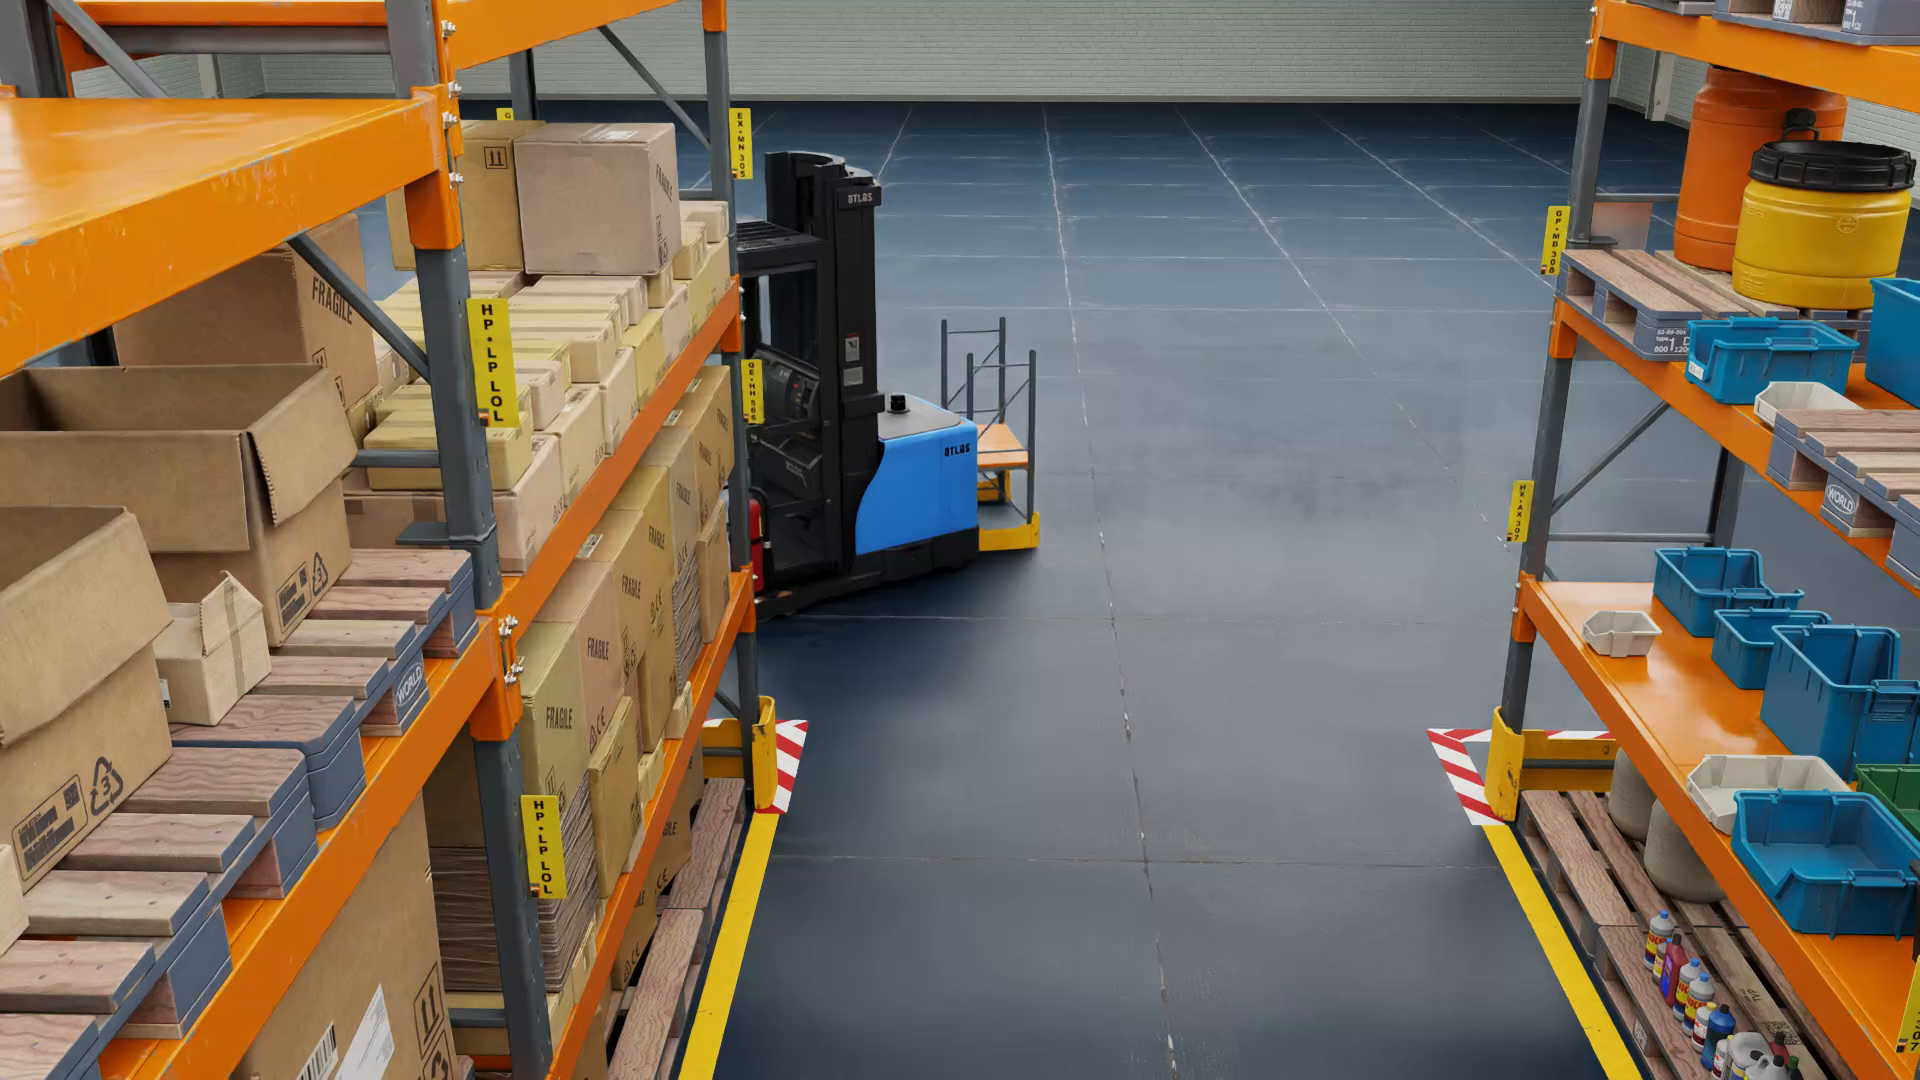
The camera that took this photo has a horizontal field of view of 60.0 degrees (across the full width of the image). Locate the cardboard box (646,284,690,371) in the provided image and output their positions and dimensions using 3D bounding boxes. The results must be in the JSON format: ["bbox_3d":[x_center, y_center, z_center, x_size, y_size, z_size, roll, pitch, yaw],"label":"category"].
[{"bbox_3d":[-1.378,-0.847,6.627,0.500,0.250,0.500,1,21,3],"label":"cardboard box"}]

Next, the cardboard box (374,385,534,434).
[{"bbox_3d":[-1.445,-0.341,4.770,0.380,0.149,0.250,0,21,-1],"label":"cardboard box"}]

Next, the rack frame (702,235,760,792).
[{"bbox_3d":[-1.581,-0.062,8.541,1.000,3.000,0.127,1,21,2],"label":"rack frame"}]

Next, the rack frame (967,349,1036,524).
[{"bbox_3d":[0.296,-0.643,12.113,0.500,1.500,0.032,-4,22,-10],"label":"rack frame"}]

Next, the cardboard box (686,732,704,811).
[{"bbox_3d":[-1.617,1.134,8.336,0.500,0.500,0.500,5,22,12],"label":"cardboard box"}]

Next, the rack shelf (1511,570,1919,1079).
[{"bbox_3d":[3.308,1.051,6.667,1.077,0.370,4.000,1,21,2],"label":"rack shelf"}]

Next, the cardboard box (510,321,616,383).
[{"bbox_3d":[-1.356,-0.623,5.498,0.380,0.149,0.250,0,21,1],"label":"cardboard box"}]

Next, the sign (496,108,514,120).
[{"bbox_3d":[-2.124,-1.873,7.856,0.100,0.325,0.005,1,21,2],"label":"sign"}]

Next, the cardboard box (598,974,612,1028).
[{"bbox_3d":[-1.701,1.777,6.676,0.500,0.500,0.500,-1,21,-3],"label":"cardboard box"}]

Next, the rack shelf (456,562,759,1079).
[{"bbox_3d":[-1.642,0.997,6.808,1.077,0.370,4.000,1,21,2],"label":"rack shelf"}]

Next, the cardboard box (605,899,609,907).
[{"bbox_3d":[-1.397,1.156,5.751,0.380,0.149,0.250,1,21,2],"label":"cardboard box"}]

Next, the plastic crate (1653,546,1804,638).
[{"bbox_3d":[3.653,0.246,7.953,0.499,0.251,0.616,1,21,2],"label":"plastic crate"}]

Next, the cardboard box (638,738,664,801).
[{"bbox_3d":[-1.364,0.885,6.449,0.380,0.149,0.250,1,21,2],"label":"cardboard box"}]

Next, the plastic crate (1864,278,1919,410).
[{"bbox_3d":[3.612,-0.705,6.075,0.392,0.384,0.575,1,21,2],"label":"plastic crate"}]

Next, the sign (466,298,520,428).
[{"bbox_3d":[-1.148,-0.434,4.094,0.100,0.325,0.005,1,21,2],"label":"sign"}]

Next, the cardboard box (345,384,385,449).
[{"bbox_3d":[-1.883,-0.346,4.784,0.380,0.149,0.250,1,21,2],"label":"cardboard box"}]

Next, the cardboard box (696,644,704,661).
[{"bbox_3d":[-1.371,0.432,7.615,0.380,0.149,0.250,1,21,2],"label":"cardboard box"}]

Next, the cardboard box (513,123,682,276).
[{"bbox_3d":[-1.376,-1.315,6.385,0.500,0.500,0.500,1,21,2],"label":"cardboard box"}]

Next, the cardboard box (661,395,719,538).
[{"bbox_3d":[-1.361,-0.331,7.303,0.500,0.500,0.500,1,21,2],"label":"cardboard box"}]

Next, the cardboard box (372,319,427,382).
[{"bbox_3d":[-1.897,-0.630,5.516,0.380,0.149,0.250,1,21,4],"label":"cardboard box"}]

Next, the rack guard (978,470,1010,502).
[{"bbox_3d":[0.107,-0.415,13.252,0.587,0.250,0.087,-4,22,-10],"label":"rack guard"}]

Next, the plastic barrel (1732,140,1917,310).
[{"bbox_3d":[3.462,-1.276,6.682,0.600,0.588,0.600,0,21,0],"label":"plastic barrel"}]

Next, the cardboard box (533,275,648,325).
[{"bbox_3d":[-1.380,-0.903,6.220,0.380,0.149,0.250,0,21,-1],"label":"cardboard box"}]

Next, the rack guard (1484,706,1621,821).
[{"bbox_3d":[3.414,1.186,8.781,1.175,0.500,0.348,1,21,2],"label":"rack guard"}]

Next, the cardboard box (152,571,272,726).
[{"bbox_3d":[-1.632,0.194,3.341,0.396,0.266,0.258,1,21,4],"label":"cardboard box"}]

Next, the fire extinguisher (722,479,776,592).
[{"bbox_3d":[-1.117,-0.062,8.649,0.296,0.674,0.183,1,21,2],"label":"fire extinguisher"}]

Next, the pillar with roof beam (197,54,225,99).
[{"bbox_3d":[-12.155,-13.579,35.084,9.100,9.000,0.400,1,21,2],"label":"pillar with roof beam"}]

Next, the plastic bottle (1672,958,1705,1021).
[{"bbox_3d":[2.992,1.836,6.815,0.097,0.271,0.097,0,21,0],"label":"plastic bottle"}]

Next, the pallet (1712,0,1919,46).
[{"bbox_3d":[3.279,-1.824,5.603,1.003,0.211,1.213,1,21,2],"label":"pallet"}]

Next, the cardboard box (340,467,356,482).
[{"bbox_3d":[-1.950,-0.112,4.730,0.500,0.250,0.500,1,21,4],"label":"cardboard box"}]

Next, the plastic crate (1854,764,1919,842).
[{"bbox_3d":[3.571,1.050,5.969,0.450,0.188,0.662,1,21,2],"label":"plastic crate"}]

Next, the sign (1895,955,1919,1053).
[{"bbox_3d":[2.698,1.300,4.649,0.100,0.325,0.005,1,21,2],"label":"sign"}]

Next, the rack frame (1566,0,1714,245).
[{"bbox_3d":[3.369,-2.804,7.316,1.000,3.000,0.127,1,21,2],"label":"rack frame"}]

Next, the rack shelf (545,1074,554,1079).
[{"bbox_3d":[-1.764,2.443,3.080,1.077,0.370,4.000,1,21,2],"label":"rack shelf"}]

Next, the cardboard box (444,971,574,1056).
[{"bbox_3d":[-1.396,1.427,5.051,0.380,0.149,0.250,1,21,2],"label":"cardboard box"}]

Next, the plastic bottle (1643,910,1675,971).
[{"bbox_3d":[3.003,1.712,7.134,0.097,0.271,0.097,0,21,0],"label":"plastic bottle"}]

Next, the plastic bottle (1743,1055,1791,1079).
[{"bbox_3d":[2.995,2.047,6.161,0.144,0.351,0.185,1,21,1],"label":"plastic bottle"}]

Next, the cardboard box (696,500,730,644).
[{"bbox_3d":[-1.521,0.134,7.488,0.875,0.500,0.500,1,21,2],"label":"cardboard box"}]

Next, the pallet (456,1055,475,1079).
[{"bbox_3d":[-1.872,1.749,4.140,1.003,0.211,1.213,1,21,2],"label":"pallet"}]

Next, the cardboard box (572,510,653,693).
[{"bbox_3d":[-1.406,0.212,5.905,0.500,0.500,0.500,1,21,2],"label":"cardboard box"}]

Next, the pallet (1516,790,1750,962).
[{"bbox_3d":[3.384,1.615,8.076,1.003,0.211,1.213,1,21,2],"label":"pallet"}]

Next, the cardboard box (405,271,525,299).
[{"bbox_3d":[-1.856,-0.918,6.259,0.380,0.149,0.250,0,21,1],"label":"cardboard box"}]

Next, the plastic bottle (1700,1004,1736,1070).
[{"bbox_3d":[2.983,1.945,6.533,0.097,0.271,0.097,0,21,0],"label":"plastic bottle"}]

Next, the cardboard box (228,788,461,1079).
[{"bbox_3d":[-1.867,1.195,3.893,1.000,1.000,1.000,1,21,2],"label":"cardboard box"}]

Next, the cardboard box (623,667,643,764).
[{"bbox_3d":[-1.663,0.675,6.093,0.875,0.500,0.500,1,21,2],"label":"cardboard box"}]

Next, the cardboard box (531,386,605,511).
[{"bbox_3d":[-1.422,-0.295,5.204,0.500,0.250,0.500,0,21,1],"label":"cardboard box"}]

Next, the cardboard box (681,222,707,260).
[{"bbox_3d":[-1.302,-1.279,7.189,0.380,0.149,0.250,0,21,-1],"label":"cardboard box"}]

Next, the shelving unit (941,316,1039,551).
[{"bbox_3d":[0.202,-0.821,12.570,0.587,1.500,1.083,-4,22,-10],"label":"shelving unit"}]

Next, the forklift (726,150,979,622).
[{"bbox_3d":[-1.369,-1.035,11.144,3.031,2.935,1.130,-14,25,-31],"label":"forklift"}]
